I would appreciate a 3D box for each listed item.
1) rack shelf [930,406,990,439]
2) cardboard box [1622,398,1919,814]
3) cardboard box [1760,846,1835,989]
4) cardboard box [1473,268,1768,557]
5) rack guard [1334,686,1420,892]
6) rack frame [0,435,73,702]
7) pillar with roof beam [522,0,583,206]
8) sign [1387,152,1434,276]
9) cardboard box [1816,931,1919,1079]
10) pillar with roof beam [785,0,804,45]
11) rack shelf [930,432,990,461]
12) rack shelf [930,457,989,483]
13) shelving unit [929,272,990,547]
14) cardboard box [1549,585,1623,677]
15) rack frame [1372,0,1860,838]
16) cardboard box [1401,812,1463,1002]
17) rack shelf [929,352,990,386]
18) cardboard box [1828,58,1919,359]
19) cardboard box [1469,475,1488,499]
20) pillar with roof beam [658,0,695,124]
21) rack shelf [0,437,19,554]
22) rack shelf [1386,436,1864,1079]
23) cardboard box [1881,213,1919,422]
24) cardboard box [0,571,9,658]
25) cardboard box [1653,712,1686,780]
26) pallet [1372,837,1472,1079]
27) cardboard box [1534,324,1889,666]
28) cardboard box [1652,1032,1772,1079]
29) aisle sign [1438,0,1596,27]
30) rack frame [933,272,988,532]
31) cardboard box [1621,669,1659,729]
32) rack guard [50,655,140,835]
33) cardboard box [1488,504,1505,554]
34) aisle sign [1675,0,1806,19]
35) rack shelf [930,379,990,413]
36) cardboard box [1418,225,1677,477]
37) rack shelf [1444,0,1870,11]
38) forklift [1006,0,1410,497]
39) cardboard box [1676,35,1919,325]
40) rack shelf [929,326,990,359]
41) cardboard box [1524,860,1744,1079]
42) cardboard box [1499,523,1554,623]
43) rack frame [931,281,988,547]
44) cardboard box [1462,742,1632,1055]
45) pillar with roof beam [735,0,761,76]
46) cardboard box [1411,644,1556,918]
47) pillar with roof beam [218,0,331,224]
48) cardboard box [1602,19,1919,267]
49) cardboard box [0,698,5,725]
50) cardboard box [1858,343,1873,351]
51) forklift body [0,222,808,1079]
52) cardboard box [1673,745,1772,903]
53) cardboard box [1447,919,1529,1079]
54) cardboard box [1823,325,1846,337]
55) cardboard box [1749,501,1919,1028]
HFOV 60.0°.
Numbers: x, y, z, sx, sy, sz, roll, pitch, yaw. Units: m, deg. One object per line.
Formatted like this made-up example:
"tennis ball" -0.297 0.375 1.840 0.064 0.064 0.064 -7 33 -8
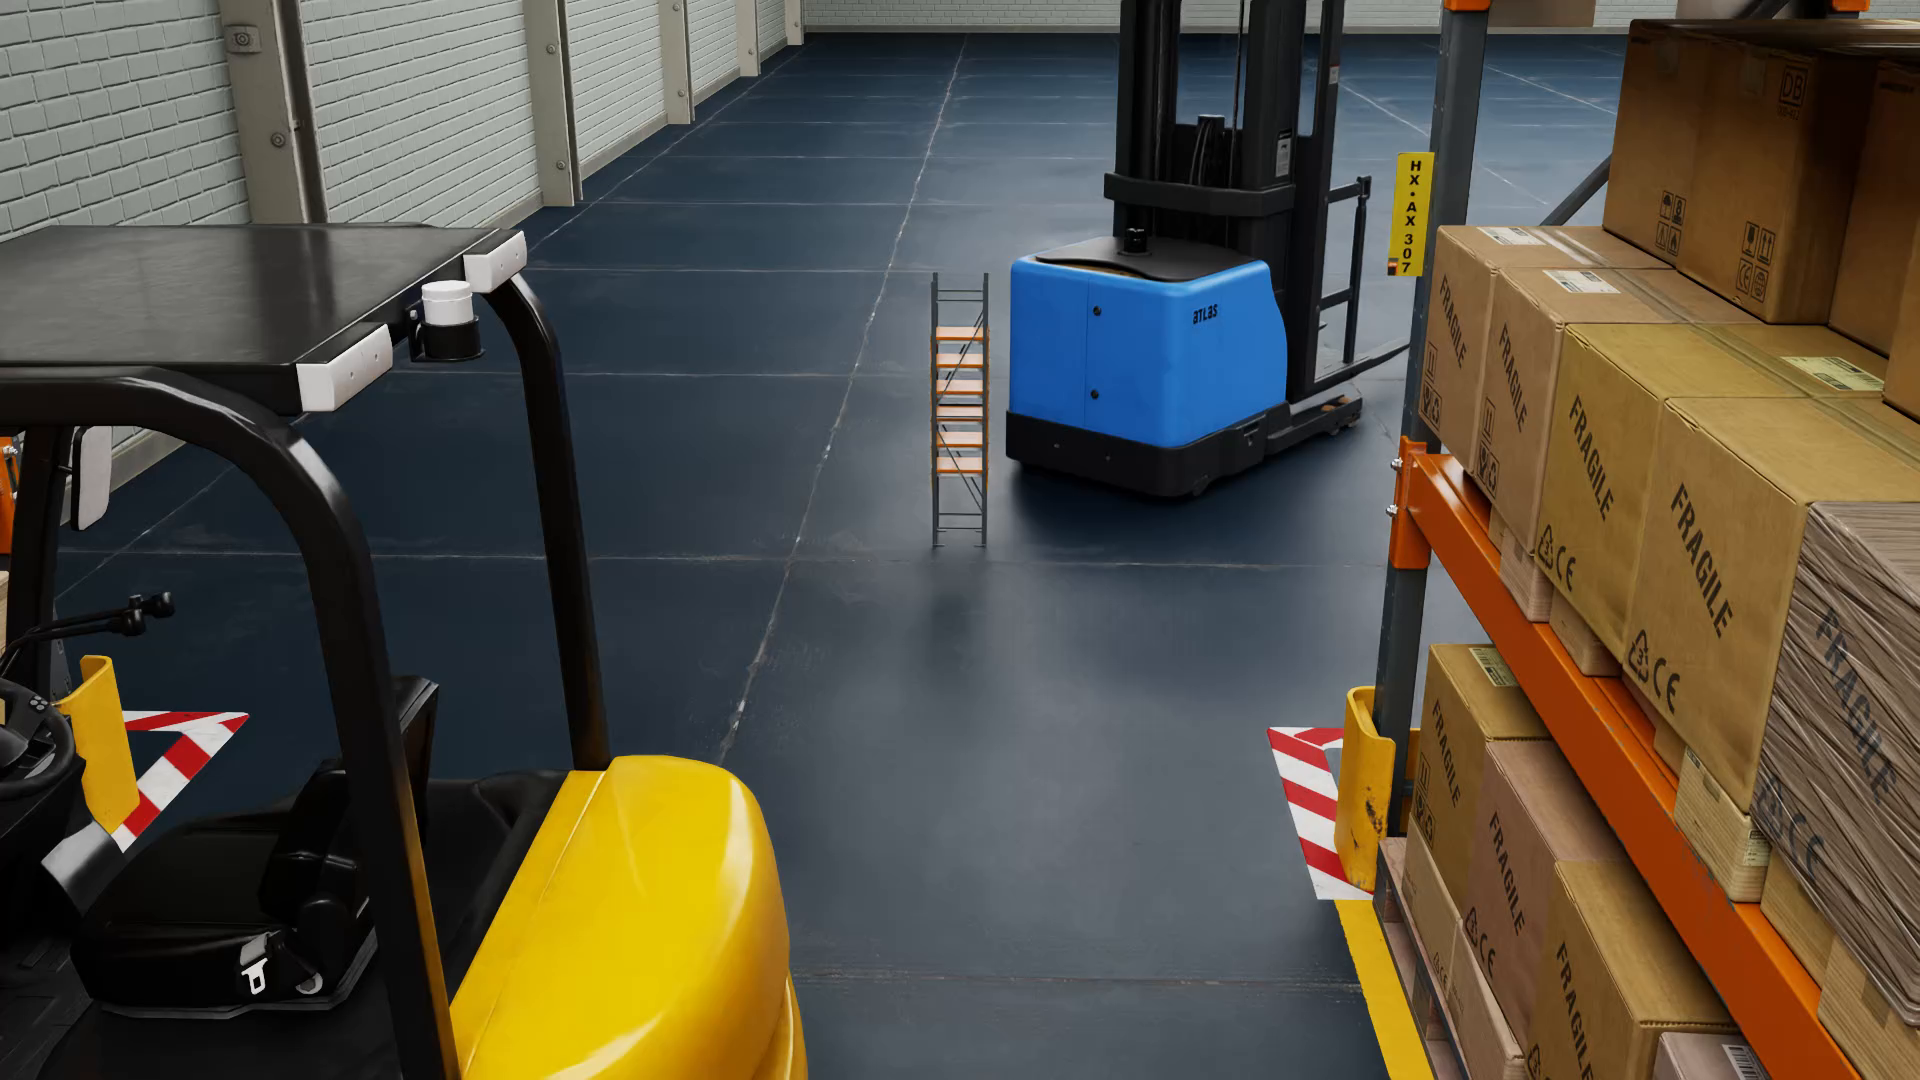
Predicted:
"rack shelf" 0.000 -0.523 7.341 0.258 0.103 0.180 1 21 2
"cardboard box" 1.413 0.087 2.608 0.500 0.500 0.500 0 21 1
"cardboard box" 1.387 0.533 2.356 0.380 0.149 0.250 0 21 1
"cardboard box" 1.434 -0.281 3.557 0.500 0.500 0.500 1 21 3
"rack guard" 1.736 0.742 4.926 1.175 0.500 0.348 1 21 2
"rack frame" -3.223 -0.504 4.682 1.000 3.000 0.127 1 21 2
"pillar with roof beam" 0.523 -7.351 14.034 9.100 9.000 0.400 1 21 2
"sign" 1.196 -0.861 4.404 0.100 0.325 0.005 1 21 2
"cardboard box" 1.350 0.625 2.118 0.380 0.149 0.250 0 21 1
"pillar with roof beam" 1.070 -13.859 30.807 9.100 9.000 0.400 1 21 2
"rack shelf" 0.000 -0.411 7.385 0.258 0.103 0.180 1 21 2
"rack shelf" 0.000 -0.299 7.428 0.258 0.103 0.180 1 21 2
"shelving unit" 0.000 -0.565 7.325 0.258 1.200 0.189 1 21 2
"cardboard box" 1.411 0.158 3.322 0.380 0.149 0.250 1 21 3
"rack frame" 1.738 -0.451 4.545 1.000 3.000 0.127 1 21 2
"cardboard box" 1.437 0.924 4.223 0.500 0.250 0.500 0 21 1
"rack shelf" 0.000 -0.747 7.255 0.258 0.103 0.180 1 21 2
"cardboard box" 2.006 -0.547 2.860 0.700 0.500 0.500 0 21 1
"cardboard box" 1.521 -0.213 4.280 0.380 0.149 0.250 1 21 2
"pillar with roof beam" 0.705 -9.520 19.625 9.100 9.000 0.400 1 21 2
"rack shelf" -3.284 0.554 2.949 1.077 0.370 4.000 1 21 2
"rack shelf" 1.678 0.607 2.811 1.077 0.370 4.000 1 21 2
"cardboard box" 1.852 -0.368 2.399 0.700 0.500 0.500 1 21 1
"cardboard box" -2.925 0.285 4.485 0.500 0.250 0.500 1 21 3
"cardboard box" 1.425 0.349 2.829 0.380 0.149 0.250 0 21 0
"pallet" 1.676 1.170 4.222 1.003 0.211 1.213 1 21 2
"cardboard box" 1.420 -0.097 3.082 0.500 0.500 0.500 0 21 1
"cardboard box" 1.395 1.146 2.612 0.500 0.500 0.500 2 21 4
"aisle sign" 1.430 -1.689 4.141 0.394 0.787 0.004 1 21 2
"rack frame" 0.003 -0.598 7.411 0.240 1.200 0.006 1 21 2
"cardboard box" 1.463 0.254 3.074 0.380 0.149 0.250 1 21 3
"rack guard" -3.222 0.652 5.157 1.175 0.500 0.348 1 21 2
"cardboard box" 1.439 -0.027 3.799 0.380 0.149 0.250 0 21 0
"aisle sign" 2.030 -1.682 4.124 0.394 0.787 0.004 1 21 2
"rack shelf" 0.000 -0.635 7.298 0.258 0.103 0.180 1 21 2
"cardboard box" 1.447 -0.468 4.040 0.500 0.500 0.500 0 21 1
"rack shelf" 1.678 -0.791 2.269 1.077 0.370 4.000 1 21 2
"forklift" 1.554 -2.031 8.711 1.130 2.935 3.031 17 27 36
"cardboard box" 1.918 -0.733 3.339 0.700 0.500 0.500 1 21 2
"rack shelf" 0.000 -0.859 7.211 0.258 0.103 0.180 1 21 2
"cardboard box" 1.402 0.953 3.110 0.500 0.500 0.500 1 21 3
"cardboard box" 1.385 0.064 3.564 0.380 0.149 0.250 1 21 2
"rack frame" -0.002 -0.532 7.240 0.240 1.200 0.006 1 21 2
"cardboard box" 1.426 0.772 3.577 0.500 0.500 0.500 0 21 0
"pillar with roof beam" 0.888 -11.690 25.216 9.100 9.000 0.400 1 21 2
"cardboard box" 1.437 0.583 4.065 0.500 0.500 0.500 0 21 0
"pillar with roof beam" 0.340 -5.181 8.443 9.100 9.000 0.400 1 21 2
"cardboard box" 1.941 -0.915 3.810 0.700 0.500 0.500 0 21 0
"cardboard box" -2.925 0.528 4.551 0.500 0.250 0.500 0 21 1
"cardboard box" 1.959 -0.075 3.027 0.500 0.500 0.500 1 21 1
"forklift body" -1.457 0.597 3.017 2.313 2.155 1.214 1 21 2
"cardboard box" 1.359 0.440 2.596 0.380 0.149 0.250 1 21 2
"cardboard box" 1.414 1.108 3.747 0.500 0.250 0.500 1 21 4
"cardboard box" 1.977 -0.256 3.493 0.500 0.500 0.500 1 21 2
"cardboard box" 1.402 0.273 2.130 0.500 0.500 0.500 1 21 3
